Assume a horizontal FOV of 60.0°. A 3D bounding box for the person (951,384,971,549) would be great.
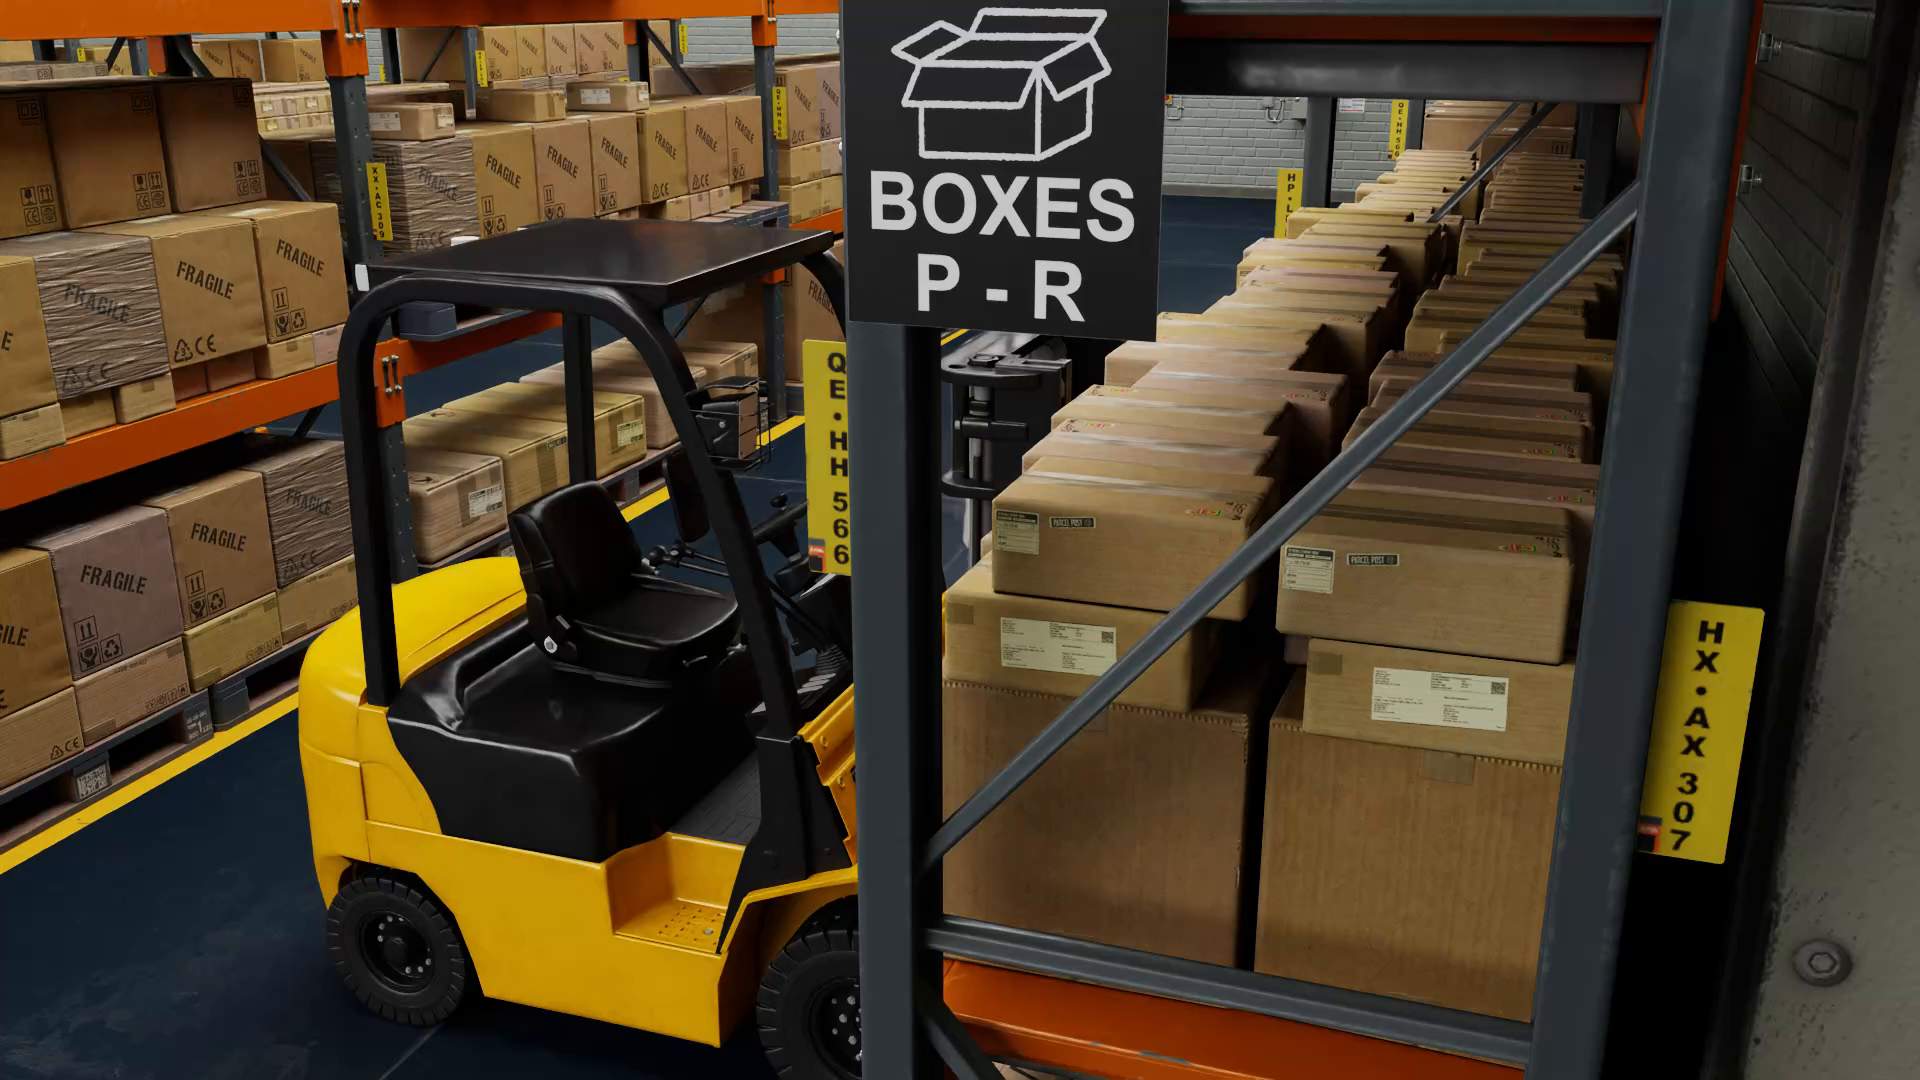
[{"bbox_3d":[0.233,-0.172,6.600,0.561,1.781,0.380,11,21,29],"label":"person"}]
